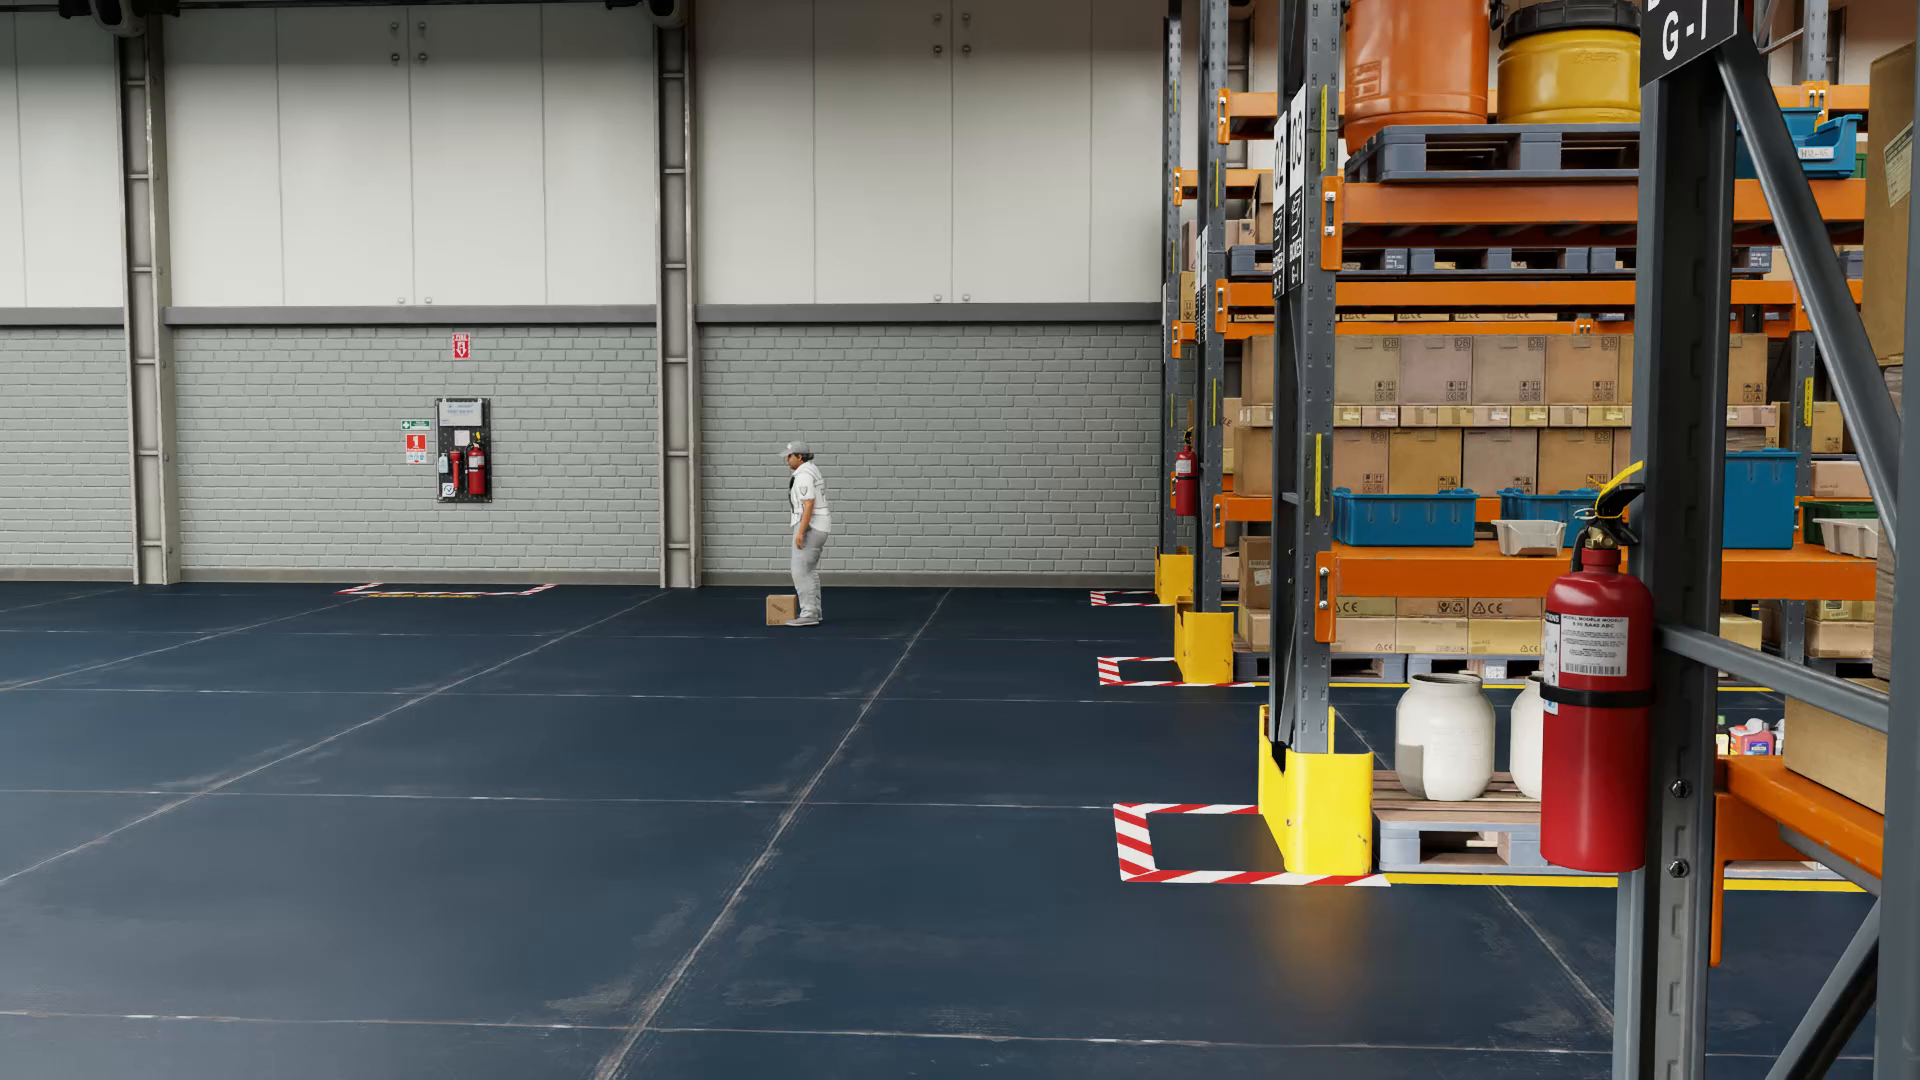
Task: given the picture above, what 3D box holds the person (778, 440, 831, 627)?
[{"bbox_3d":[-1.400,-0.069,15.014,0.464,1.667,0.564,0,4,1],"label":"person"}]
